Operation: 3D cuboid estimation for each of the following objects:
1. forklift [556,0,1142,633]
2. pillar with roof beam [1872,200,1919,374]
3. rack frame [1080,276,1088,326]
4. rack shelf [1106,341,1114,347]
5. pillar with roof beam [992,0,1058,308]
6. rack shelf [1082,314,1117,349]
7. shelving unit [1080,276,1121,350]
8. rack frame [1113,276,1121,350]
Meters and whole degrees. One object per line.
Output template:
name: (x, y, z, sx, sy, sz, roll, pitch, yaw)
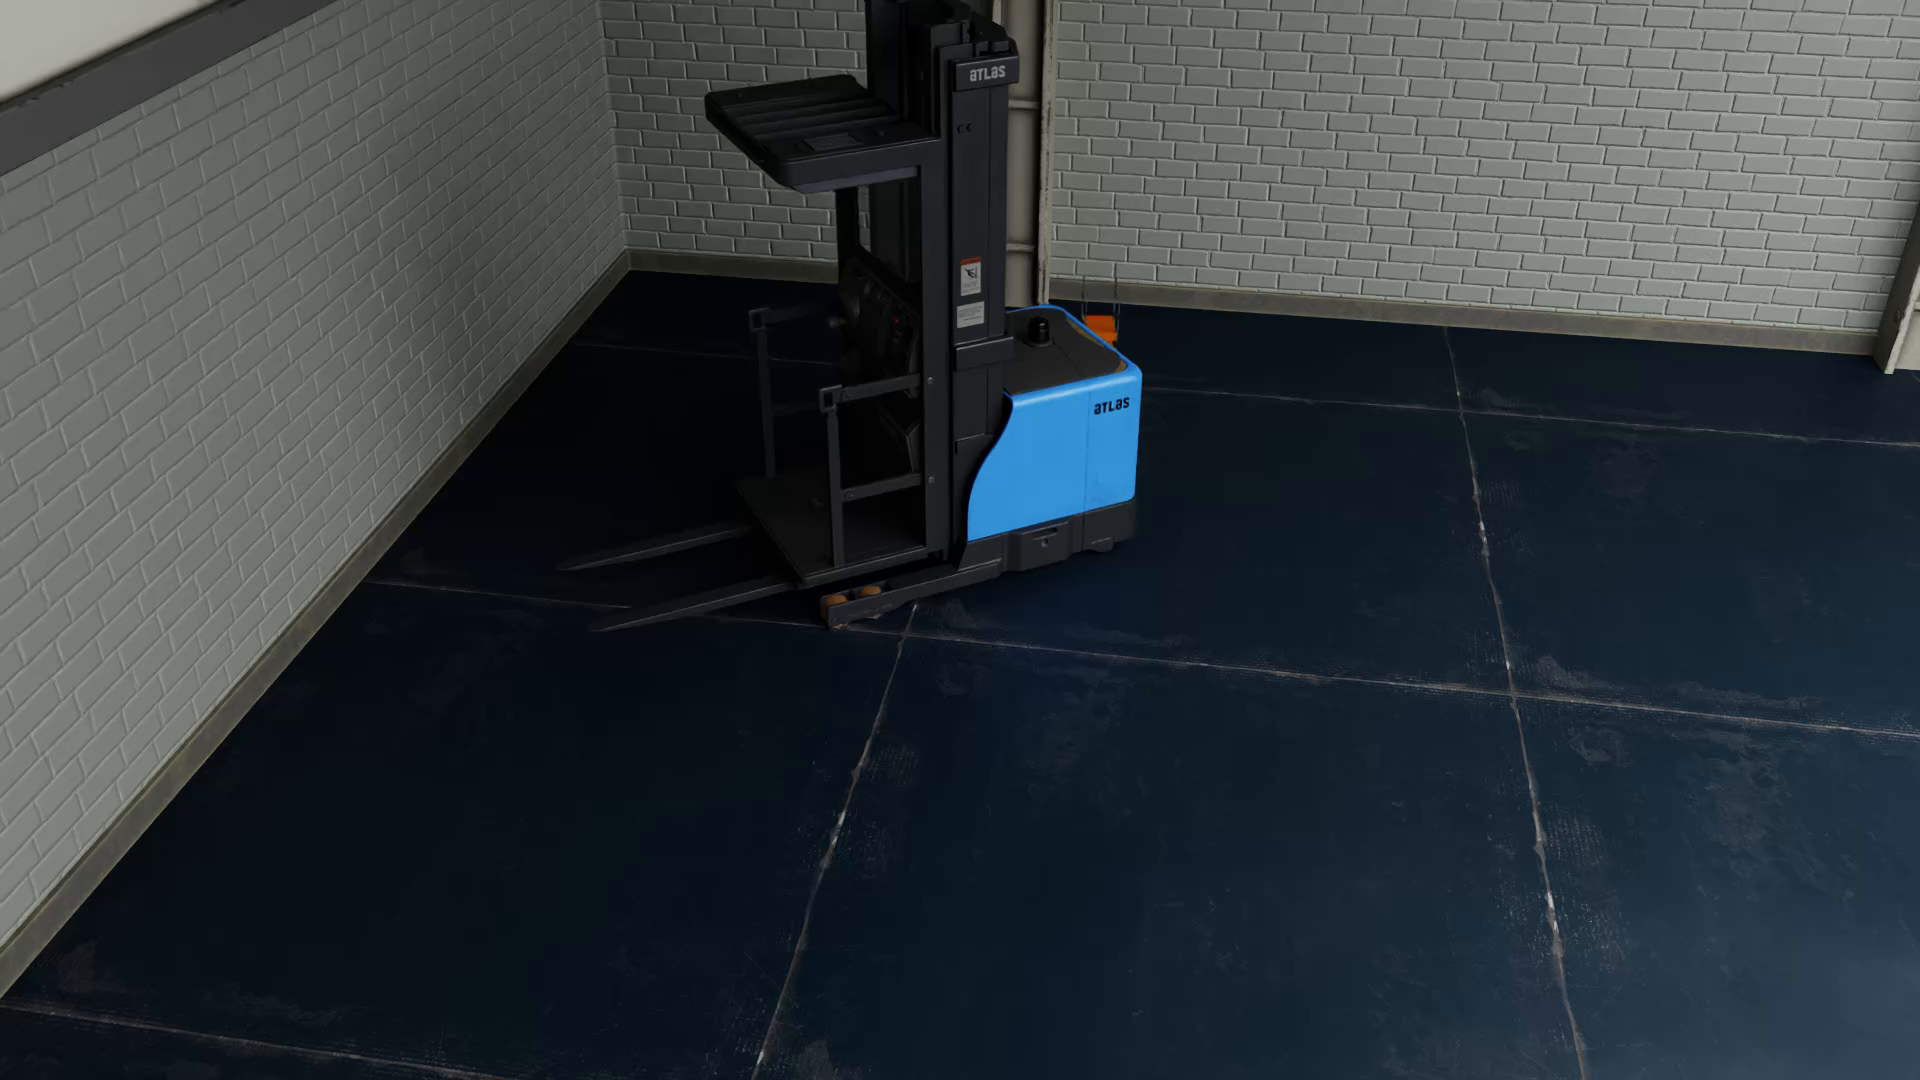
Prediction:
forklift: (-0.589, -1.112, 8.263, 3.031, 2.935, 1.130, -14, 35, -21)
pillar with roof beam: (5.617, -2.731, 5.131, 0.400, 9.000, 9.100, 5, 32, 8)
rack frame: (0.688, -0.913, 9.571, 0.006, 1.200, 0.240, 0, 32, -2)
rack shelf: (0.783, -1.078, 9.470, 0.180, 0.103, 0.258, 0, 32, -2)
pillar with roof beam: (-0.298, -3.266, 5.987, 0.400, 9.000, 9.100, 5, 32, 8)
rack shelf: (0.785, -1.180, 9.407, 0.180, 0.103, 0.258, 0, 32, -2)
shelving unit: (0.779, -0.912, 9.574, 0.189, 1.200, 0.258, 0, 32, -2)
rack frame: (0.871, -0.912, 9.576, 0.006, 1.200, 0.240, 0, 32, -2)
